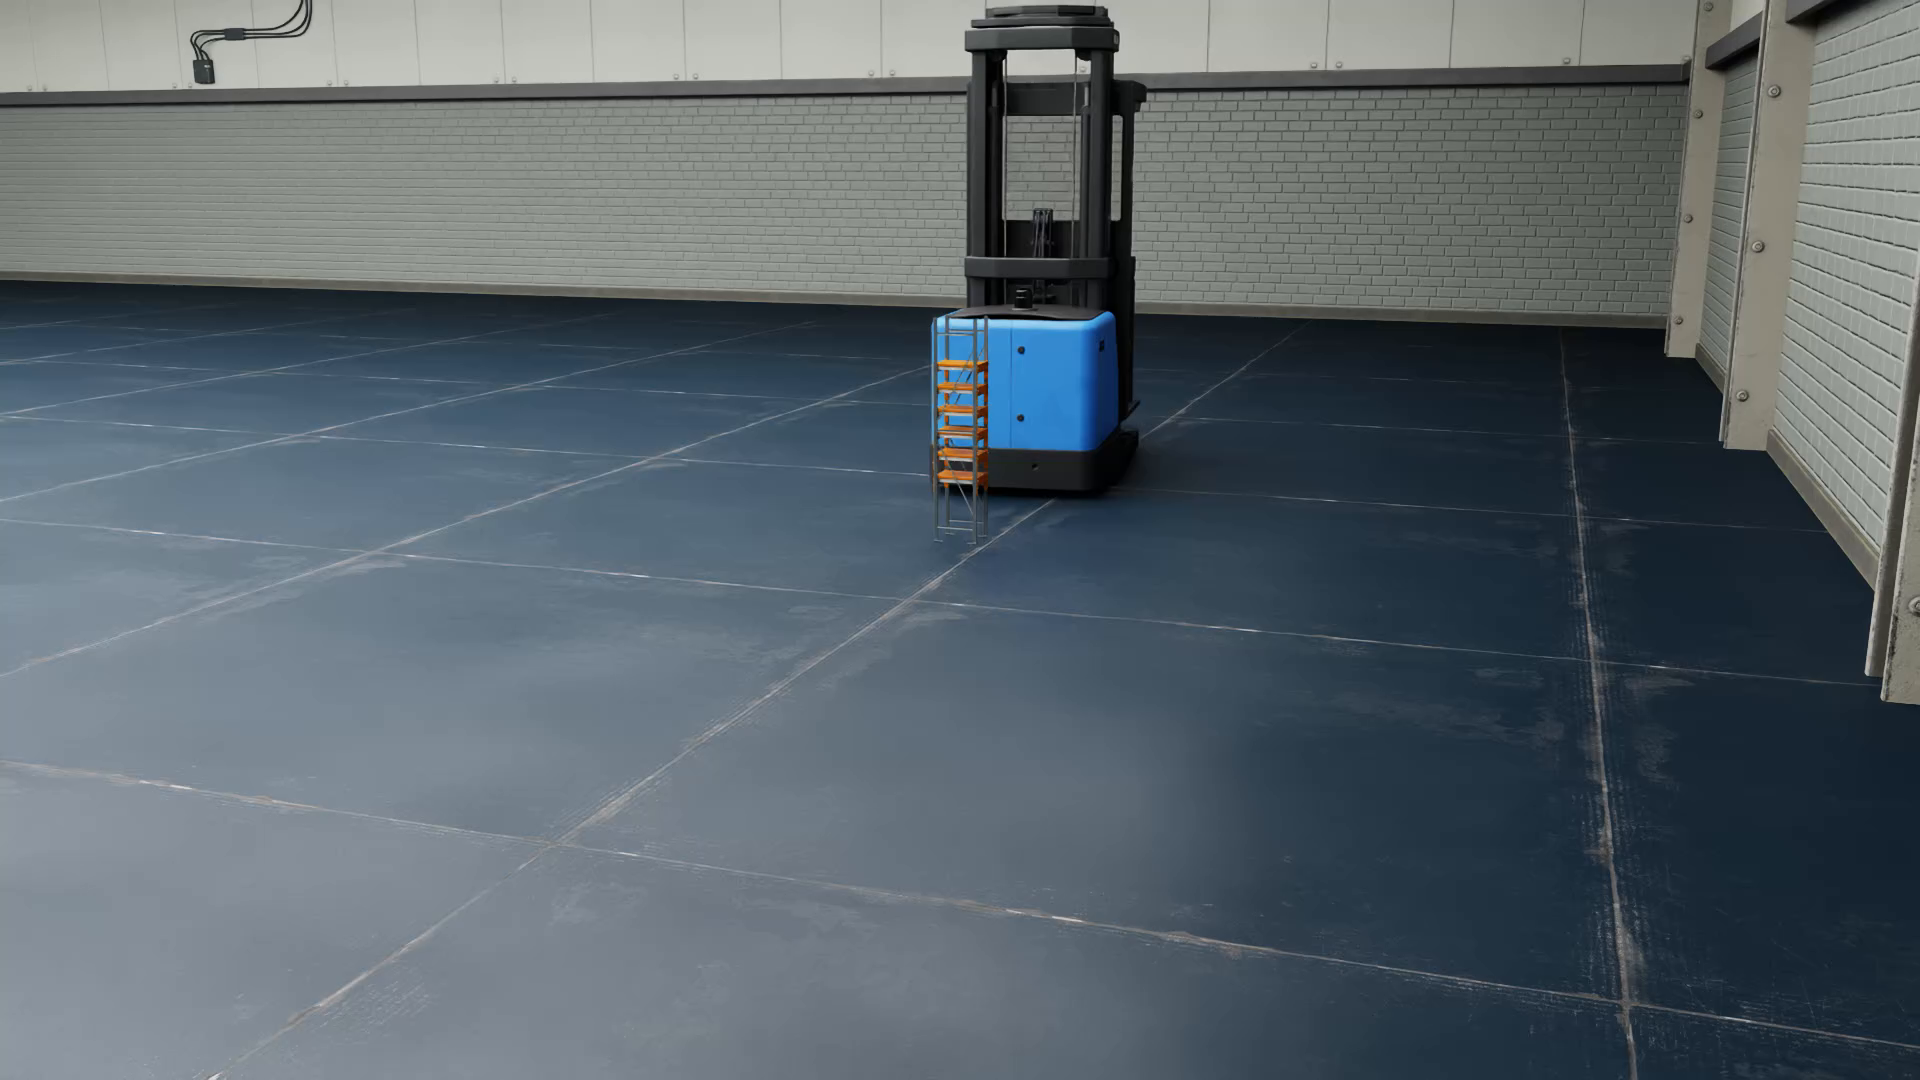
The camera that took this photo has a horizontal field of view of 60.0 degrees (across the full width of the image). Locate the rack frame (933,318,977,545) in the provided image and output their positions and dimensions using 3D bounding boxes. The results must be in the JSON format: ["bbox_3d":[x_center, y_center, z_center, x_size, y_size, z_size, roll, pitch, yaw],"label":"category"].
[{"bbox_3d":[-0.025,-0.569,8.783,0.240,1.200,0.006,4,14,18],"label":"rack frame"}]

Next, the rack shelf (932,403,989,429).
[{"bbox_3d":[0.005,-0.662,8.851,0.258,0.103,0.180,4,14,18],"label":"rack shelf"}]

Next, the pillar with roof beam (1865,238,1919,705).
[{"bbox_3d":[-0.362,-4.116,6.798,9.100,9.000,0.400,4,14,18],"label":"pillar with roof beam"}]

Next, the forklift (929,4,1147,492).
[{"bbox_3d":[0.638,-2.003,11.175,1.130,2.935,3.031,3,13,12],"label":"forklift"}]

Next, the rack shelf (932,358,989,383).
[{"bbox_3d":[0.005,-0.896,8.798,0.258,0.103,0.180,4,14,18],"label":"rack shelf"}]

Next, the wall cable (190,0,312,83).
[{"bbox_3d":[-11.029,-10.097,25.360,2.305,6.003,0.169,4,14,18],"label":"wall cable"}]

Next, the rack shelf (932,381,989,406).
[{"bbox_3d":[0.005,-0.779,8.824,0.258,0.103,0.180,4,14,18],"label":"rack shelf"}]

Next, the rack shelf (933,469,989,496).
[{"bbox_3d":[0.005,-0.311,8.931,0.258,0.103,0.180,4,14,18],"label":"rack shelf"}]

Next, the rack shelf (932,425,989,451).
[{"bbox_3d":[0.005,-0.545,8.878,0.258,0.103,0.180,4,14,18],"label":"rack shelf"}]

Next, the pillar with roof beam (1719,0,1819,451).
[{"bbox_3d":[1.580,-5.379,12.333,9.100,9.000,0.400,4,14,18],"label":"pillar with roof beam"}]

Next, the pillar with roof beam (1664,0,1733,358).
[{"bbox_3d":[3.521,-6.643,17.868,9.100,9.000,0.400,4,14,18],"label":"pillar with roof beam"}]

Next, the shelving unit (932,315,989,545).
[{"bbox_3d":[0.005,-0.588,8.868,0.258,1.200,0.189,4,14,18],"label":"shelving unit"}]

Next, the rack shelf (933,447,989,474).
[{"bbox_3d":[0.005,-0.428,8.904,0.258,0.103,0.180,4,14,18],"label":"rack shelf"}]

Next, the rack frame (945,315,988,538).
[{"bbox_3d":[0.034,-0.607,8.952,0.240,1.200,0.006,4,14,18],"label":"rack frame"}]
